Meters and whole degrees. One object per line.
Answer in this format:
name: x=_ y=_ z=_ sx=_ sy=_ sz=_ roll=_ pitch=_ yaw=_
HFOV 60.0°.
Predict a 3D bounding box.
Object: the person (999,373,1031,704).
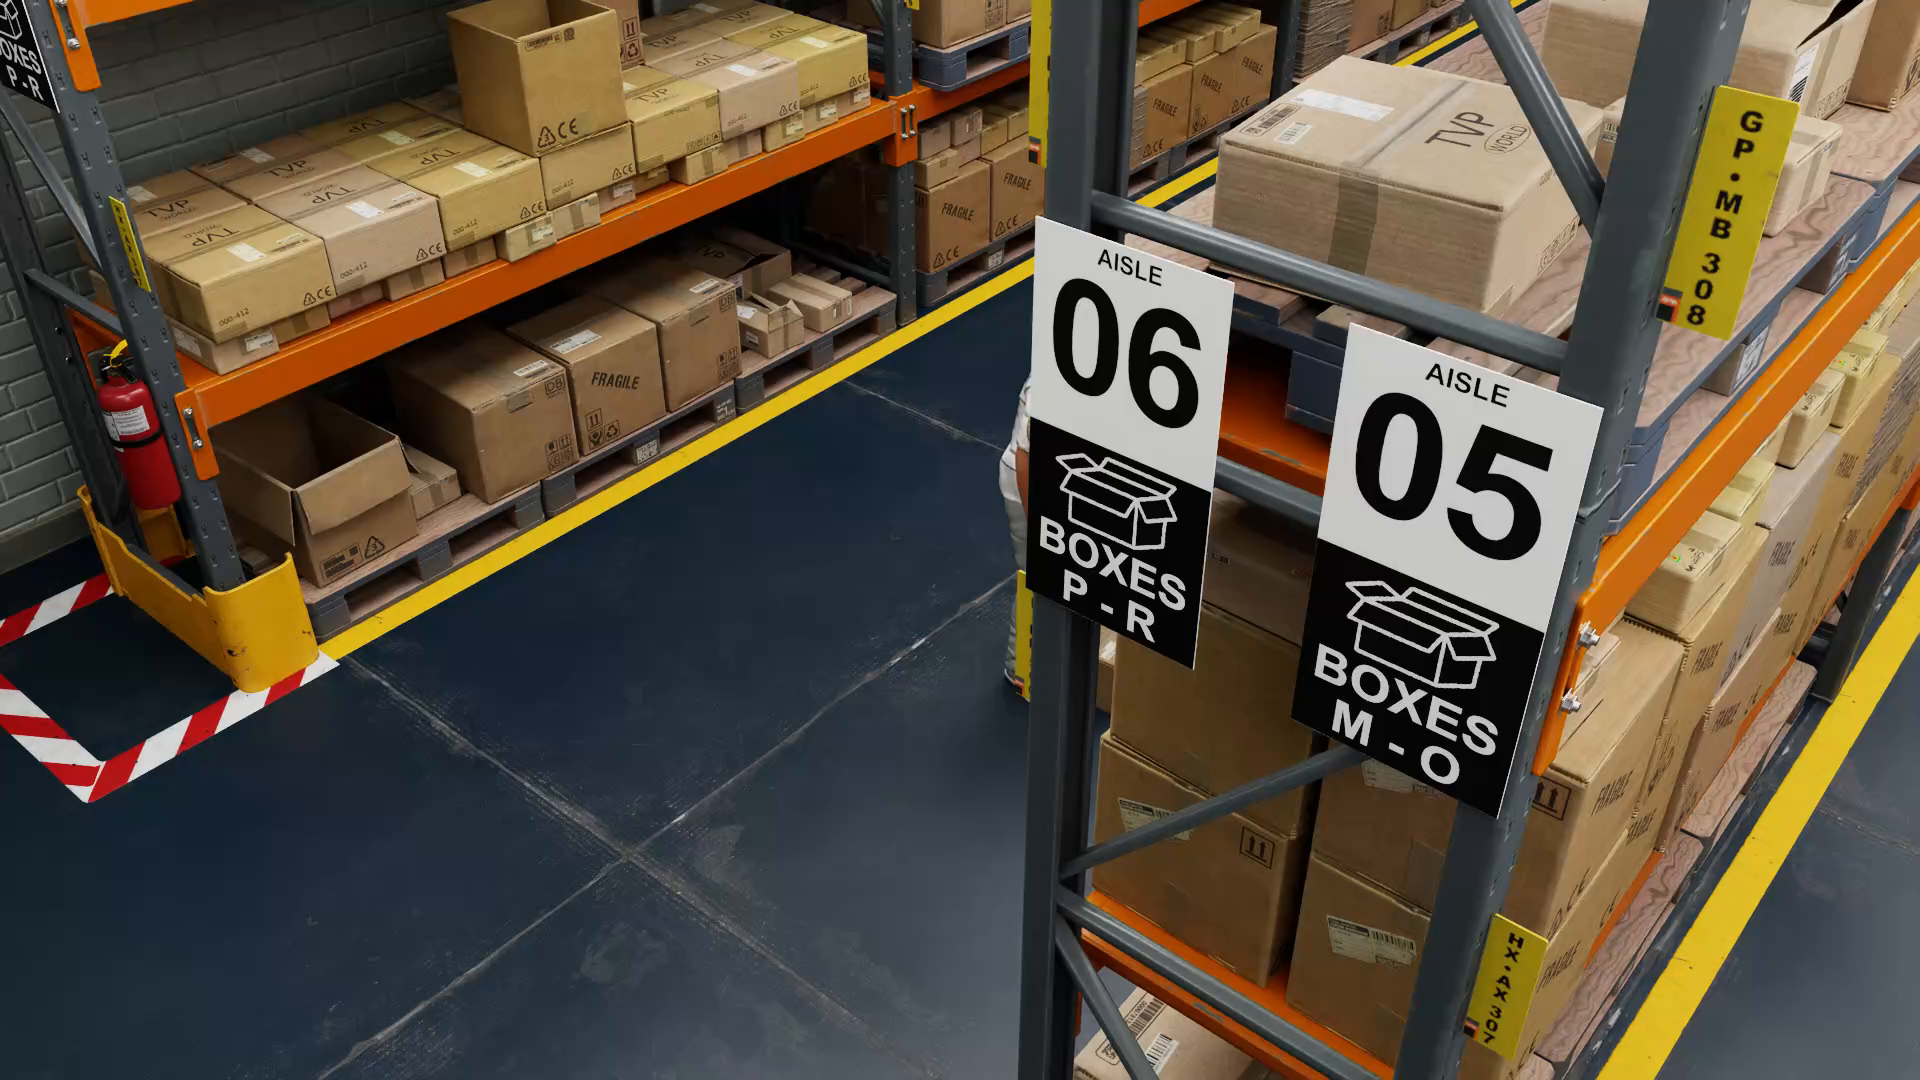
person: x=0.403 y=-0.166 z=6.375 sx=0.471 sy=1.665 sz=0.563 roll=23 pitch=41 yaw=29
